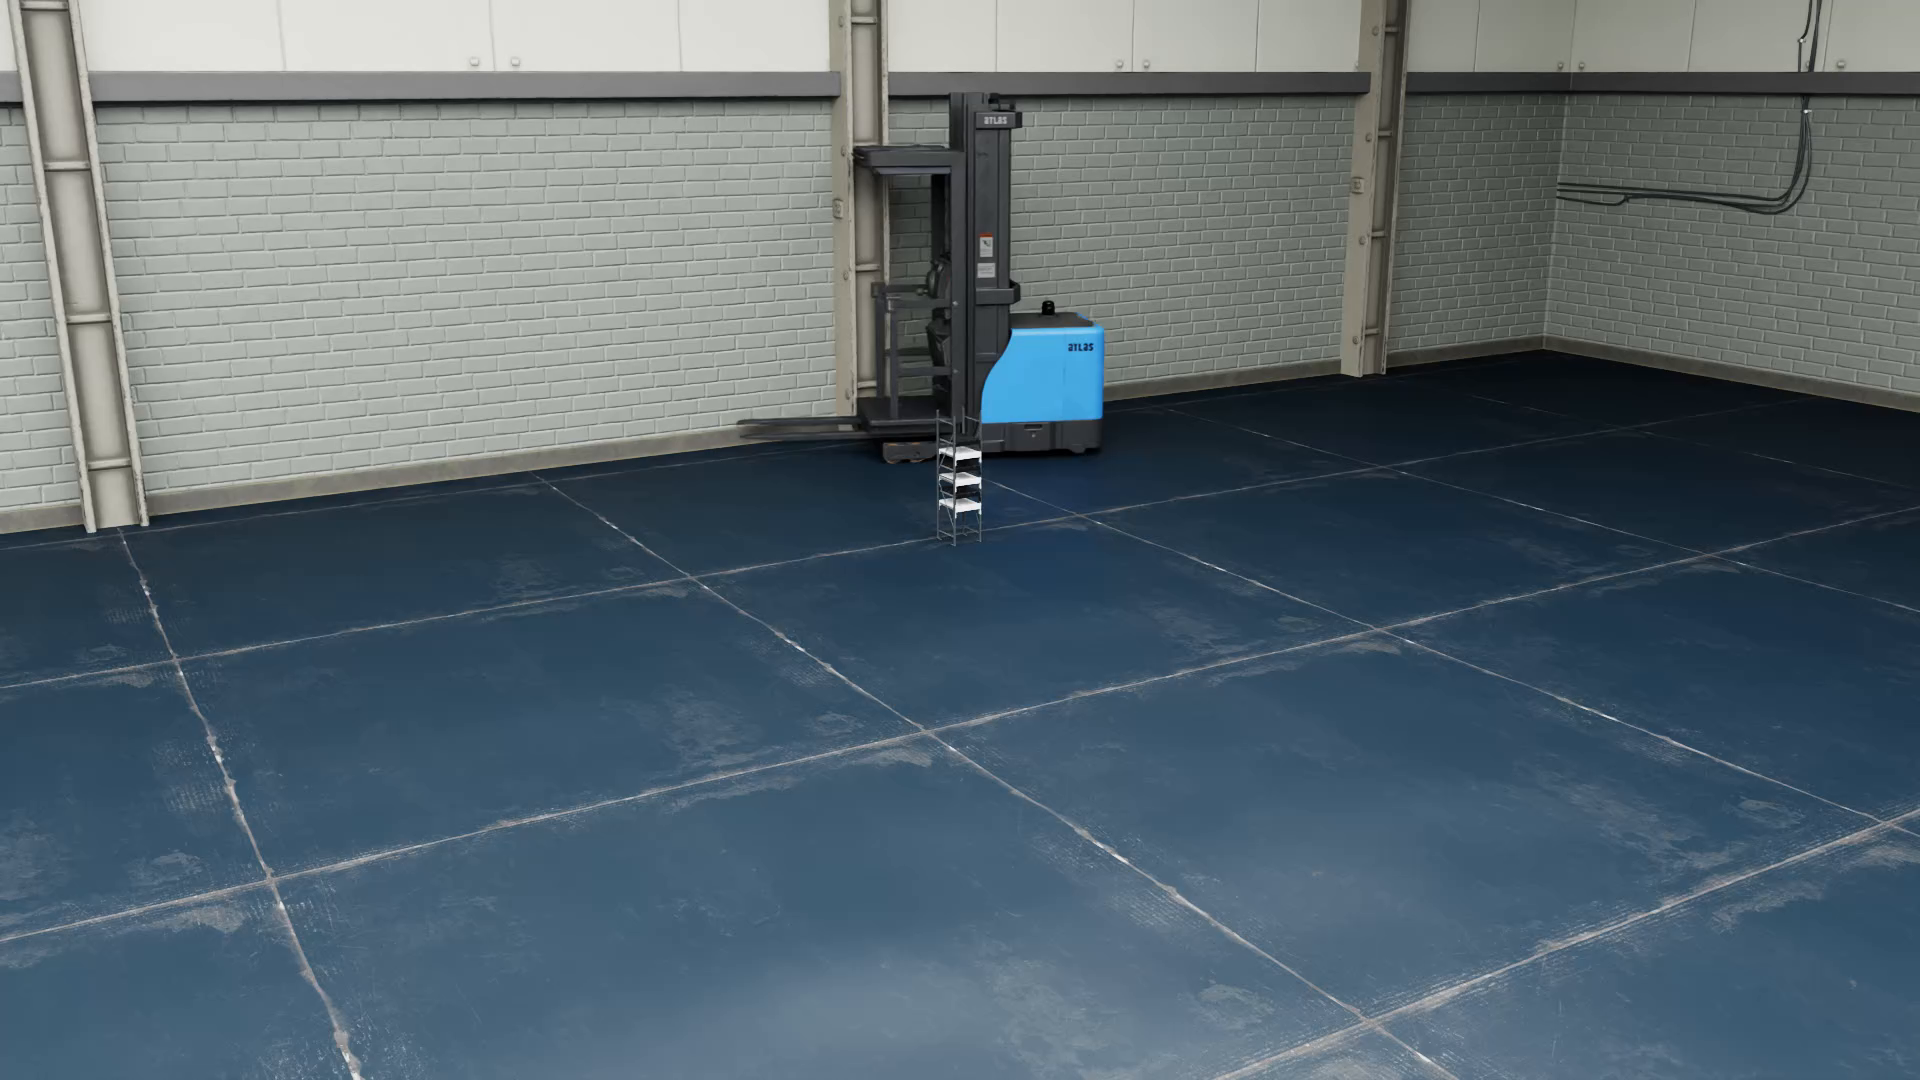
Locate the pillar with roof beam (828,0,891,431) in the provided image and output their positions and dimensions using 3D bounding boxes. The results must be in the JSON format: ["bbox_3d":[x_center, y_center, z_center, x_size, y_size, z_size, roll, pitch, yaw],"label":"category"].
[{"bbox_3d":[1.370,-4.284,10.020,0.400,9.000,9.100,-9,18,-30],"label":"pillar with roof beam"}]

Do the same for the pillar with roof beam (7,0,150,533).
[{"bbox_3d":[-3.773,-3.450,7.045,0.400,9.000,9.100,-9,18,-30],"label":"pillar with roof beam"}]

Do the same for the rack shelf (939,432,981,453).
[{"bbox_3d":[-0.007,-0.660,11.220,0.200,0.077,0.258,-9,18,-30],"label":"rack shelf"}]

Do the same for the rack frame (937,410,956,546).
[{"bbox_3d":[-0.094,-0.418,11.234,0.006,0.900,0.240,-9,18,-30],"label":"rack frame"}]

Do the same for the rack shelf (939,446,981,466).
[{"bbox_3d":[-0.007,-0.573,11.245,0.200,0.077,0.258,-9,18,-30],"label":"rack shelf"}]

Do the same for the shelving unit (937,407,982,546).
[{"bbox_3d":[-0.007,-0.432,11.284,0.210,0.900,0.258,-9,18,-30],"label":"shelving unit"}]

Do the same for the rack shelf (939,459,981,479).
[{"bbox_3d":[-0.007,-0.487,11.269,0.200,0.077,0.258,-9,18,-30],"label":"rack shelf"}]

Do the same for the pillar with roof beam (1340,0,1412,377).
[{"bbox_3d":[6.513,-5.118,12.995,0.400,9.000,9.100,-9,18,-30],"label":"pillar with roof beam"}]

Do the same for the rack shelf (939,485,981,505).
[{"bbox_3d":[-0.007,-0.313,11.318,0.200,0.077,0.258,-9,18,-30],"label":"rack shelf"}]

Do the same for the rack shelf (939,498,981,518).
[{"bbox_3d":[-0.007,-0.227,11.342,0.200,0.077,0.258,-9,18,-30],"label":"rack shelf"}]

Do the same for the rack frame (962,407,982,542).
[{"bbox_3d":[0.080,-0.446,11.335,0.006,0.900,0.240,-9,18,-30],"label":"rack frame"}]

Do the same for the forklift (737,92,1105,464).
[{"bbox_3d":[-0.356,-2.190,13.792,3.031,2.935,1.130,-3,16,-9],"label":"forklift"}]

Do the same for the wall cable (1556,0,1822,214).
[{"bbox_3d":[7.502,-4.722,17.337,0.112,2.526,3.097,-9,18,-30],"label":"wall cable"}]

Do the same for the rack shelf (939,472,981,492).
[{"bbox_3d":[-0.007,-0.400,11.293,0.200,0.077,0.258,-9,18,-30],"label":"rack shelf"}]
